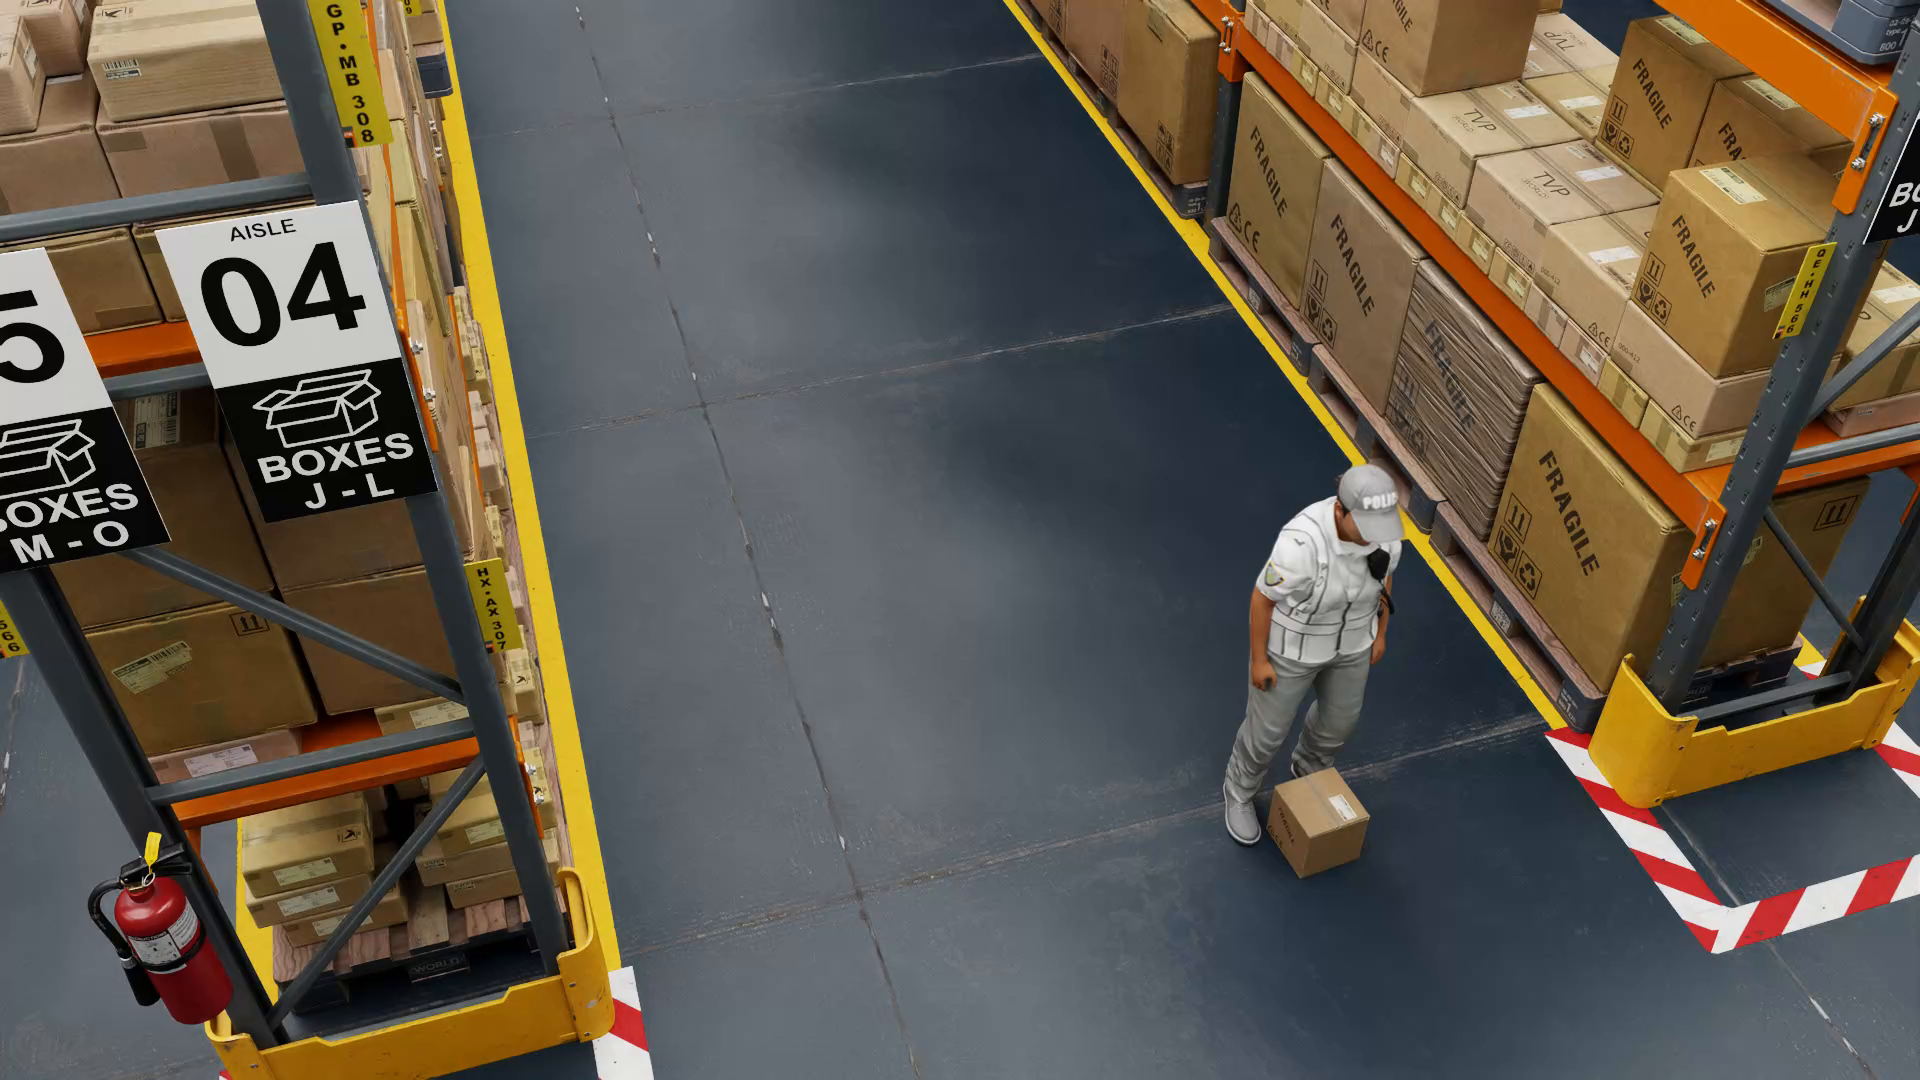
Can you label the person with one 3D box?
[{"bbox_3d":[1.234,0.372,5.749,0.543,1.666,0.471,-12,44,-13],"label":"person"}]
